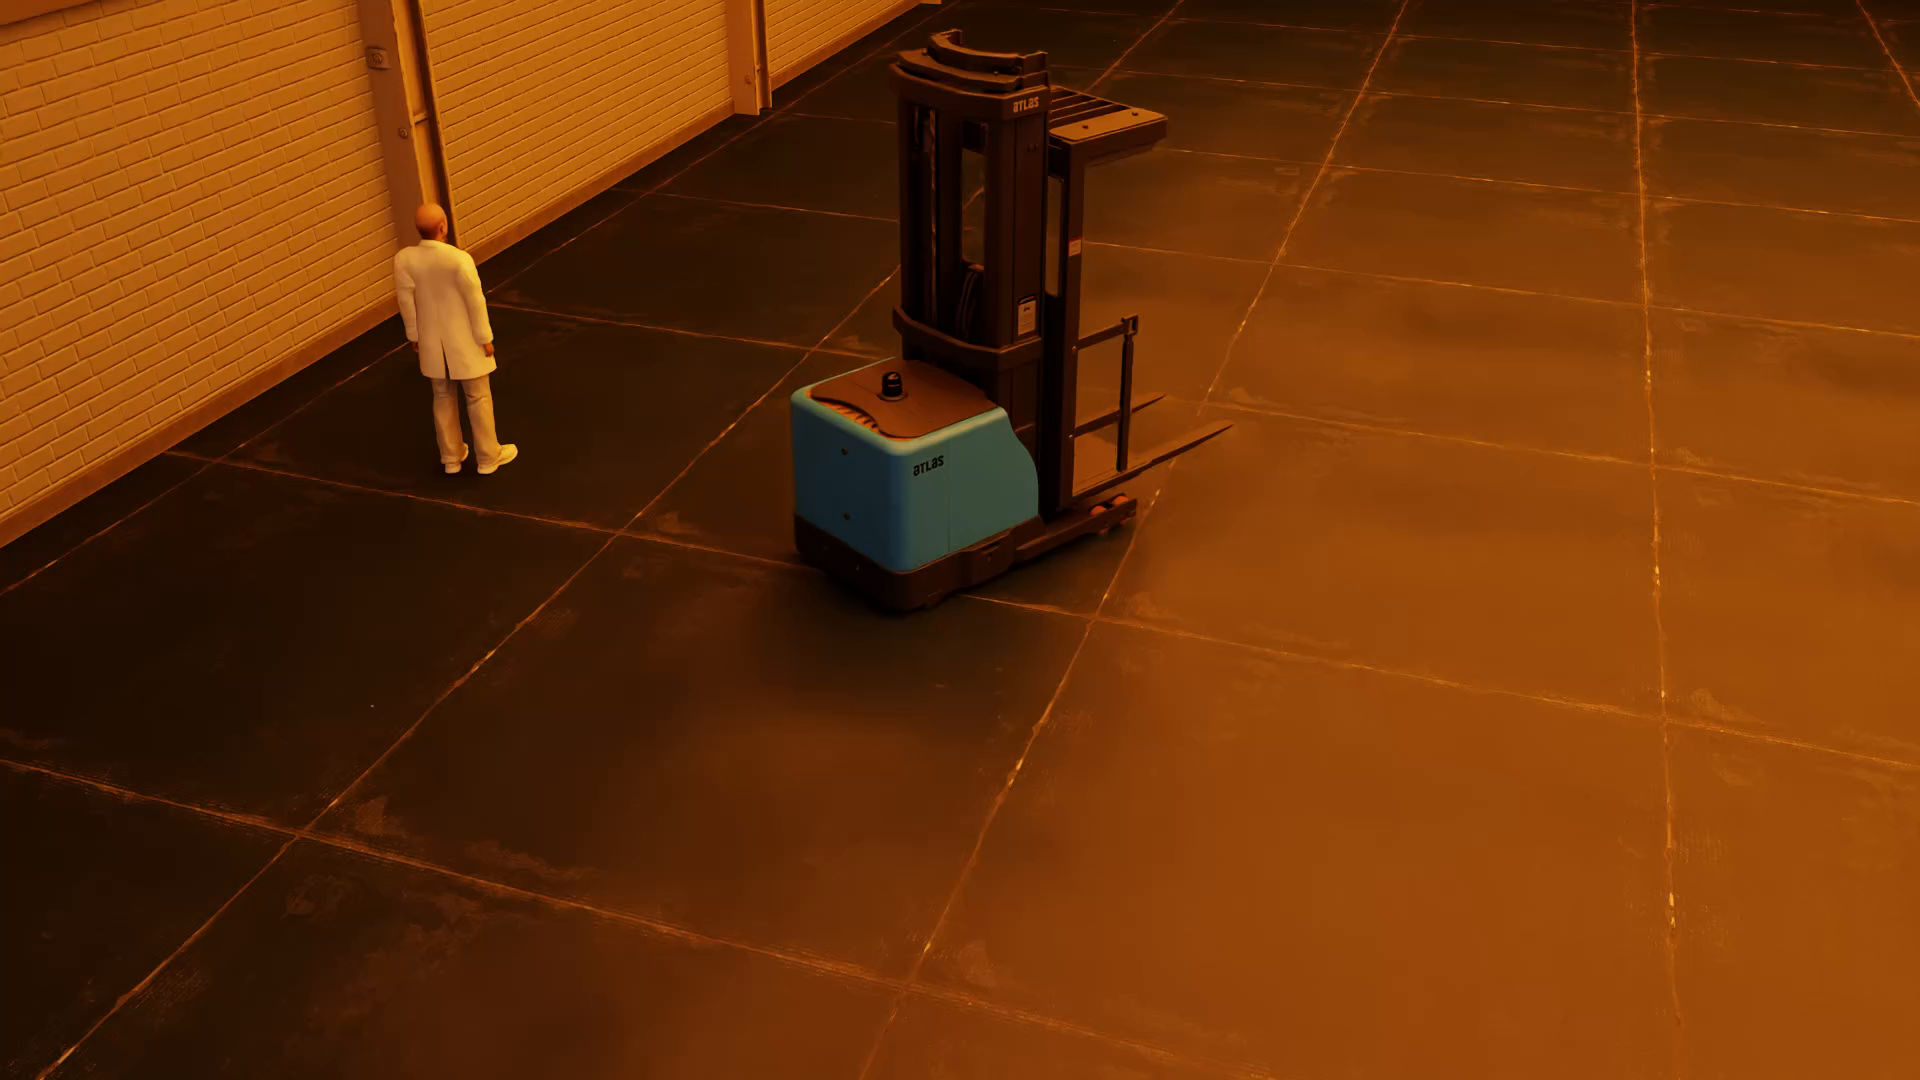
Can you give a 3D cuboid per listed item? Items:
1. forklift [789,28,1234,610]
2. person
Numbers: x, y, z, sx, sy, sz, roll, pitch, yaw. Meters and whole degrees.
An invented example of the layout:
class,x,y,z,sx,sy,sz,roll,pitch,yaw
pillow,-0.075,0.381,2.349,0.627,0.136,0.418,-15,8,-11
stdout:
class,x,y,z,sx,sy,sz,roll,pitch,yaw
forklift,0.458,-1.486,9.744,3.031,2.935,1.130,-24,37,-35
person,-3.213,-1.284,10.548,0.561,1.783,0.383,4,30,7
